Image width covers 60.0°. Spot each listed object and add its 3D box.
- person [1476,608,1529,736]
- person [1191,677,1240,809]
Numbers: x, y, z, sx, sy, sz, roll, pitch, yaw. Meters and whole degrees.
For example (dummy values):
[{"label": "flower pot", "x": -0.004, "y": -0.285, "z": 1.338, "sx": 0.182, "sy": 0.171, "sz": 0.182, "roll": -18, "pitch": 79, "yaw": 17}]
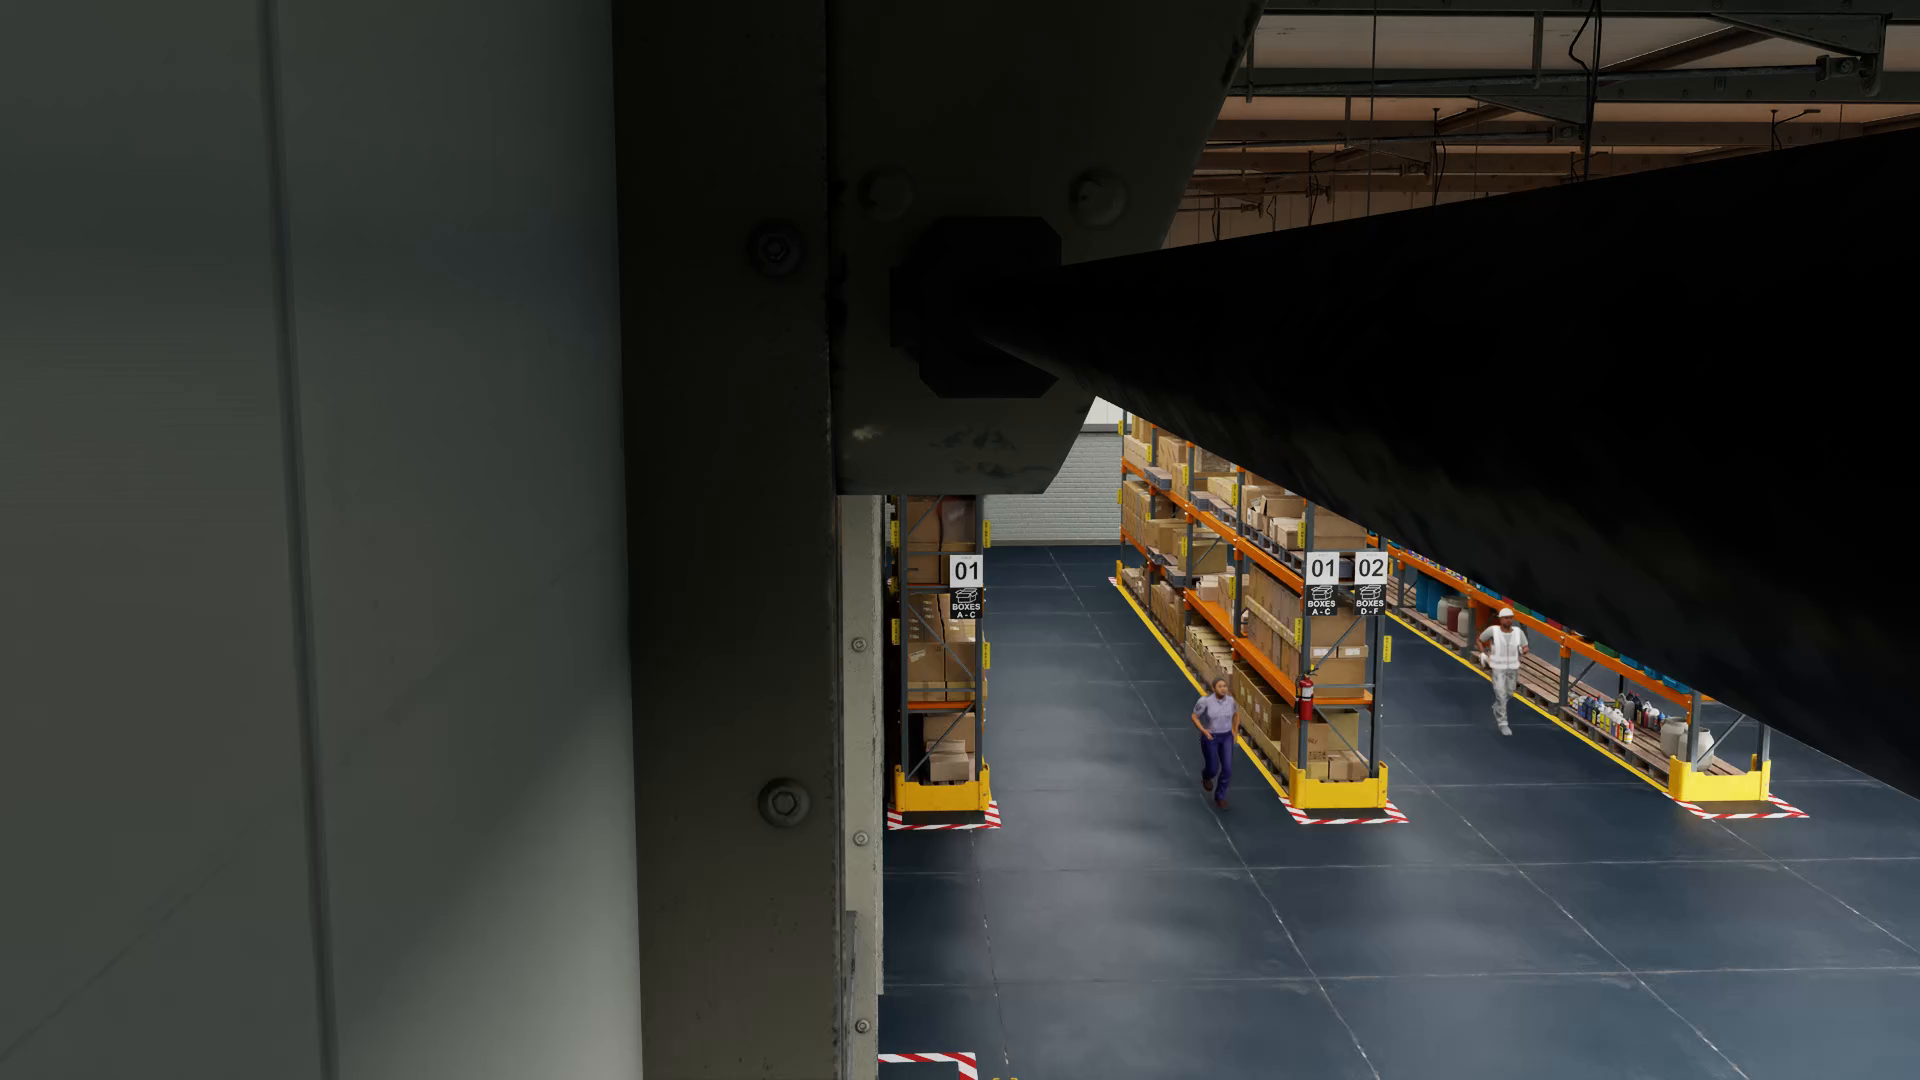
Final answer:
[{"label": "person", "x": 7.916, "y": 1.864, "z": 24.185, "sx": 0.683, "sy": 1.773, "sz": 0.997, "roll": 0, "pitch": 8, "yaw": -3}, {"label": "person", "x": 3.204, "y": 2.503, "z": 20.773, "sx": 0.641, "sy": 1.628, "sz": 0.599, "roll": -1, "pitch": 9, "yaw": -8}]
